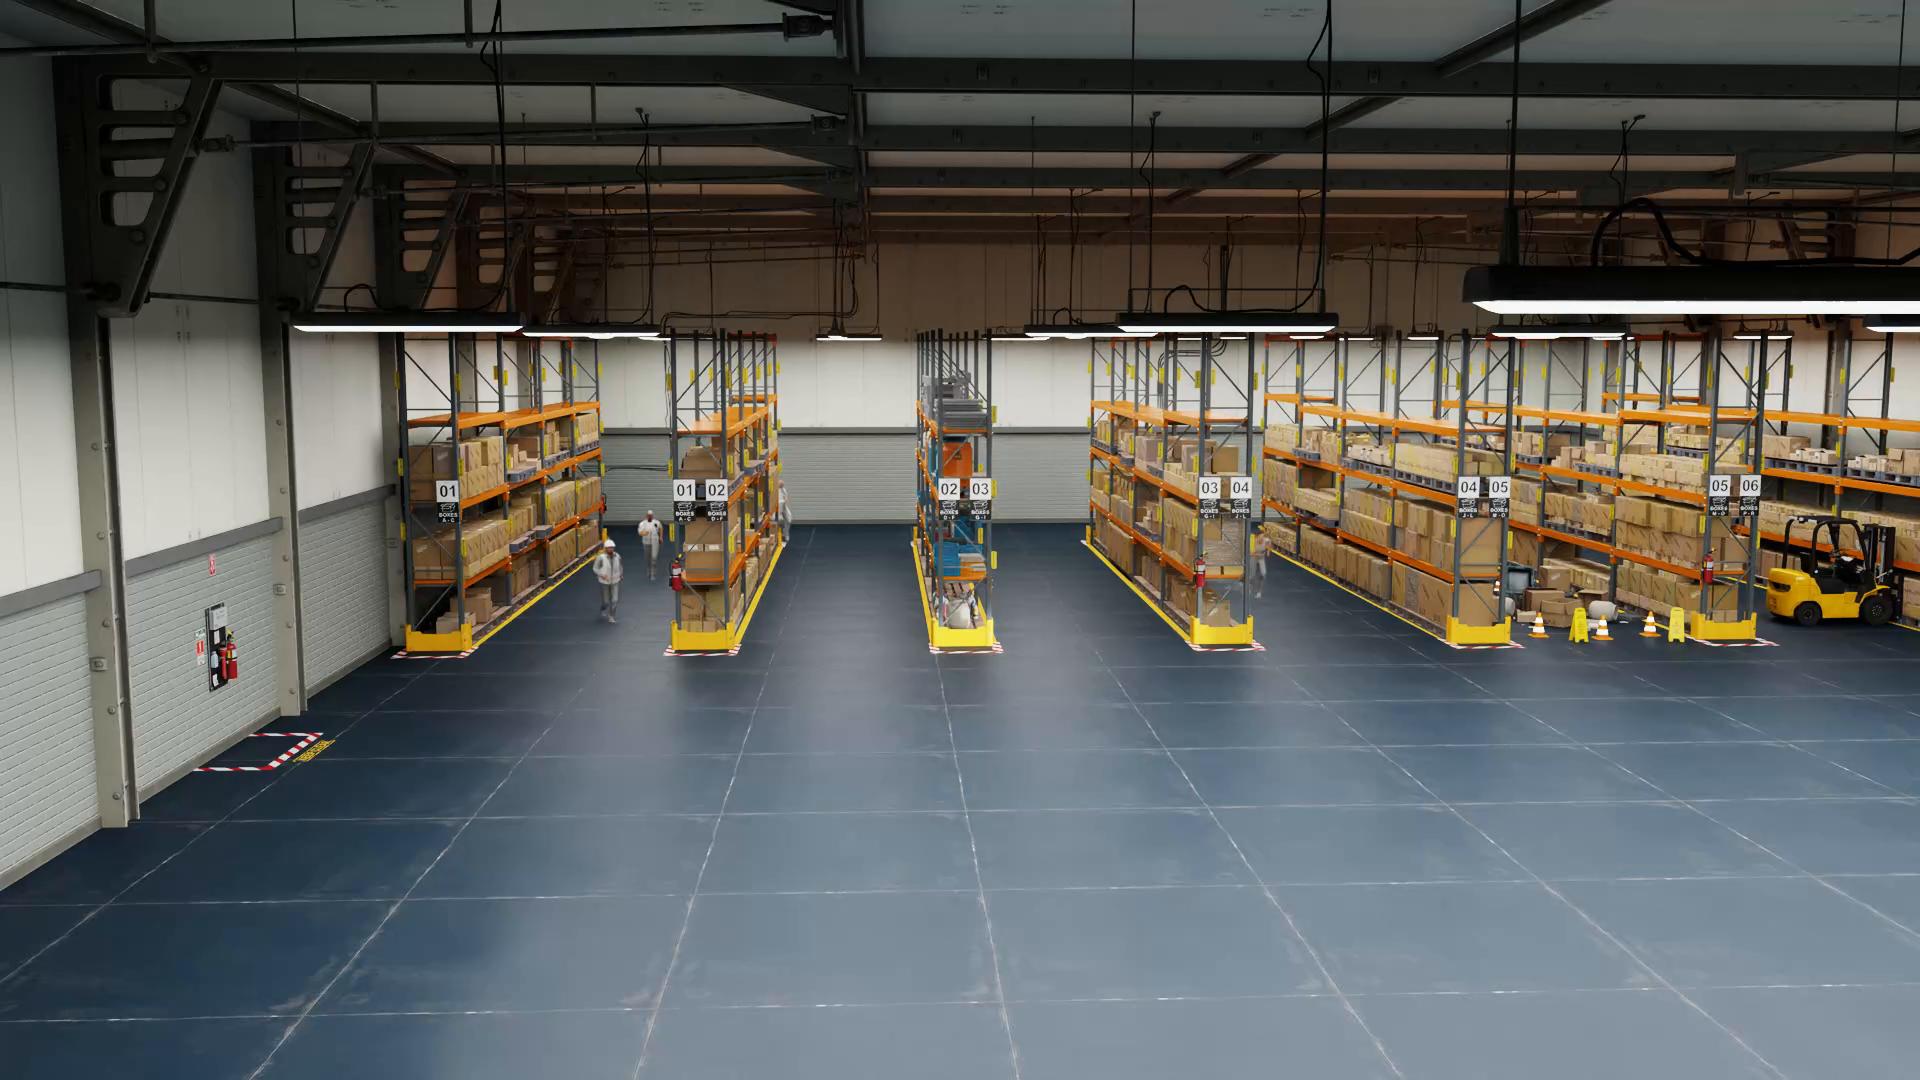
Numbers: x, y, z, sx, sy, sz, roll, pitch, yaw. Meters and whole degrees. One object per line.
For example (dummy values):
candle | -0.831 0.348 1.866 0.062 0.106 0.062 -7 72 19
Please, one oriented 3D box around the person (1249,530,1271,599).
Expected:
person | 6.723 0.539 37.631 0.613 1.602 0.950 -1 7 -10

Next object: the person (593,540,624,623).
person | -7.251 0.846 34.279 0.654 1.726 0.757 -3 7 -26

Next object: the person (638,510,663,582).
person | -7.539 0.119 40.512 0.563 1.712 0.856 0 7 -4

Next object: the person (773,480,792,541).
person | -5.255 -0.802 48.440 0.872 1.739 0.676 6 9 40
